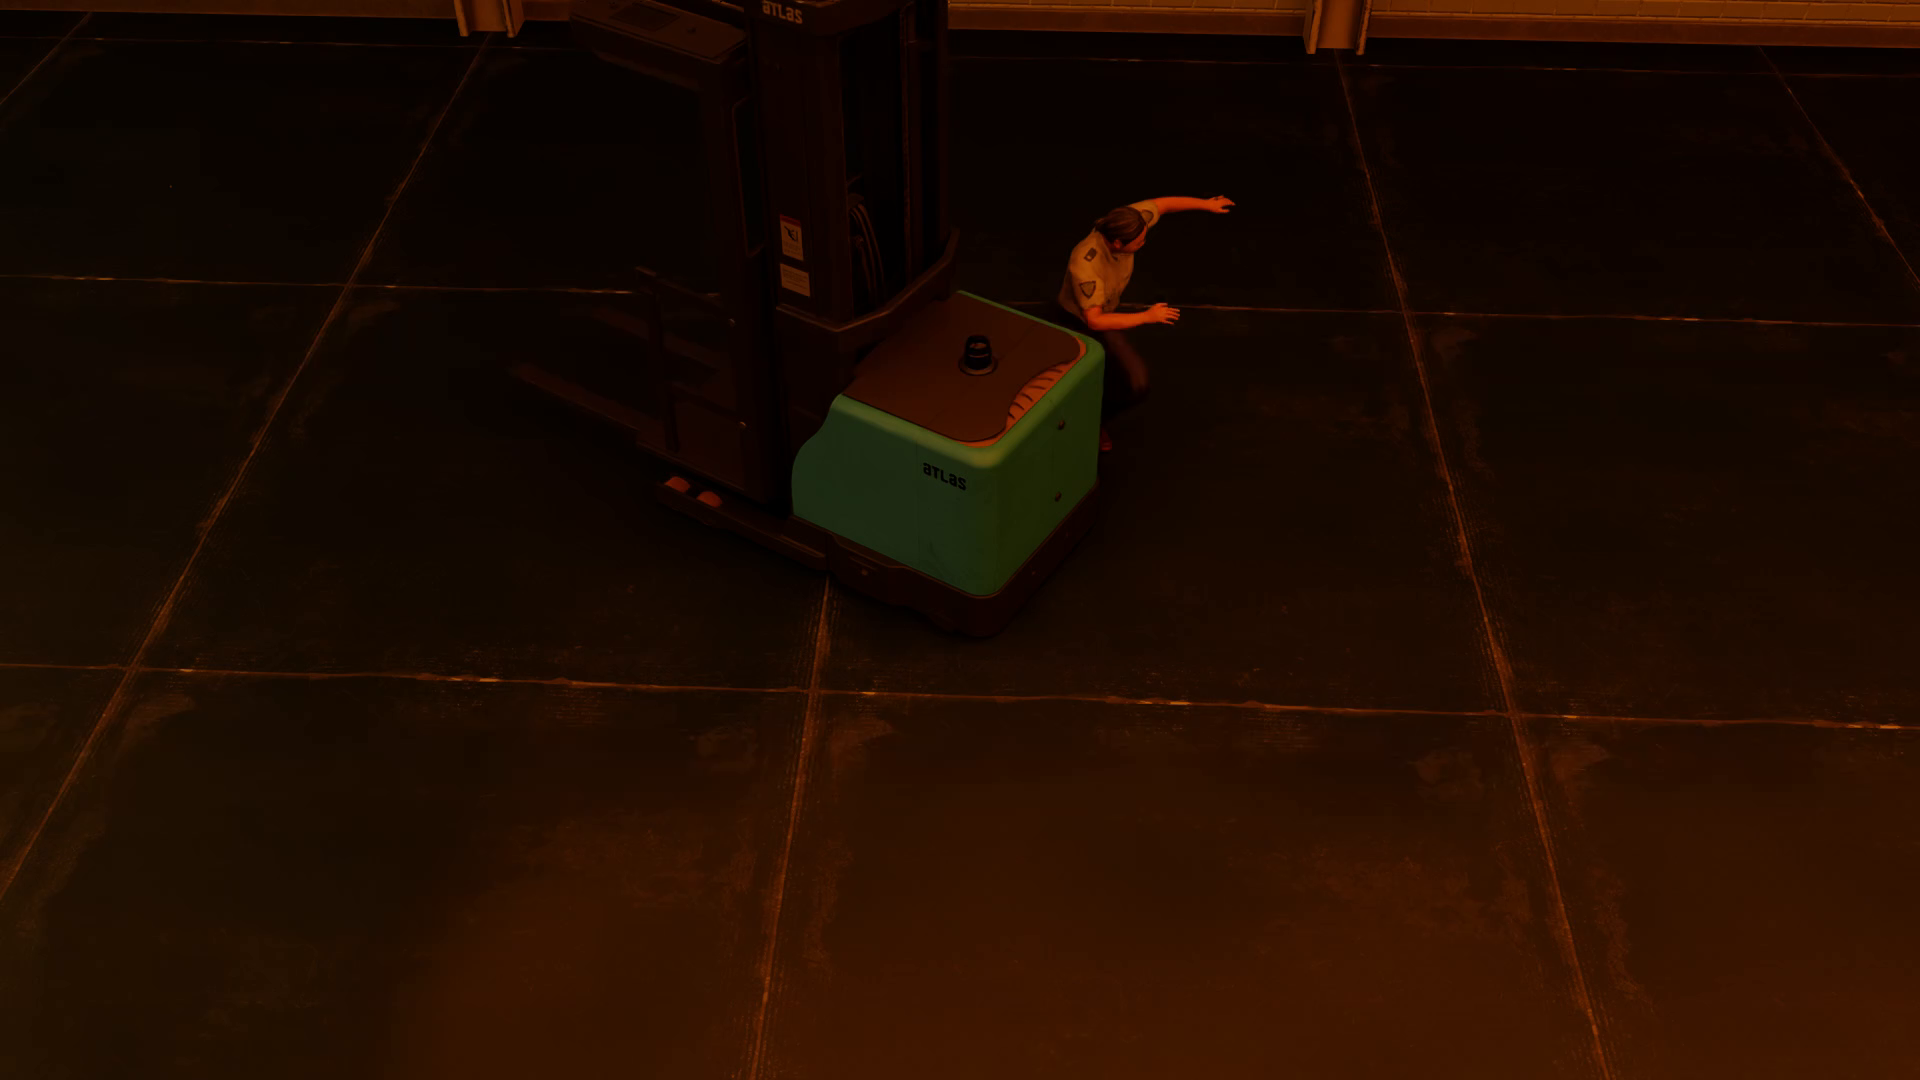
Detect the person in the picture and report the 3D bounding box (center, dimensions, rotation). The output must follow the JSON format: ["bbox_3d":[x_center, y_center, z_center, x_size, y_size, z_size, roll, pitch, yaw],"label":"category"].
[{"bbox_3d":[0.757,-0.995,7.999,0.760,1.377,1.526,29,50,28],"label":"person"}]

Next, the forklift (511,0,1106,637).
[{"bbox_3d":[-0.861,-1.425,7.304,3.031,2.935,1.130,24,47,24],"label":"forklift"}]
